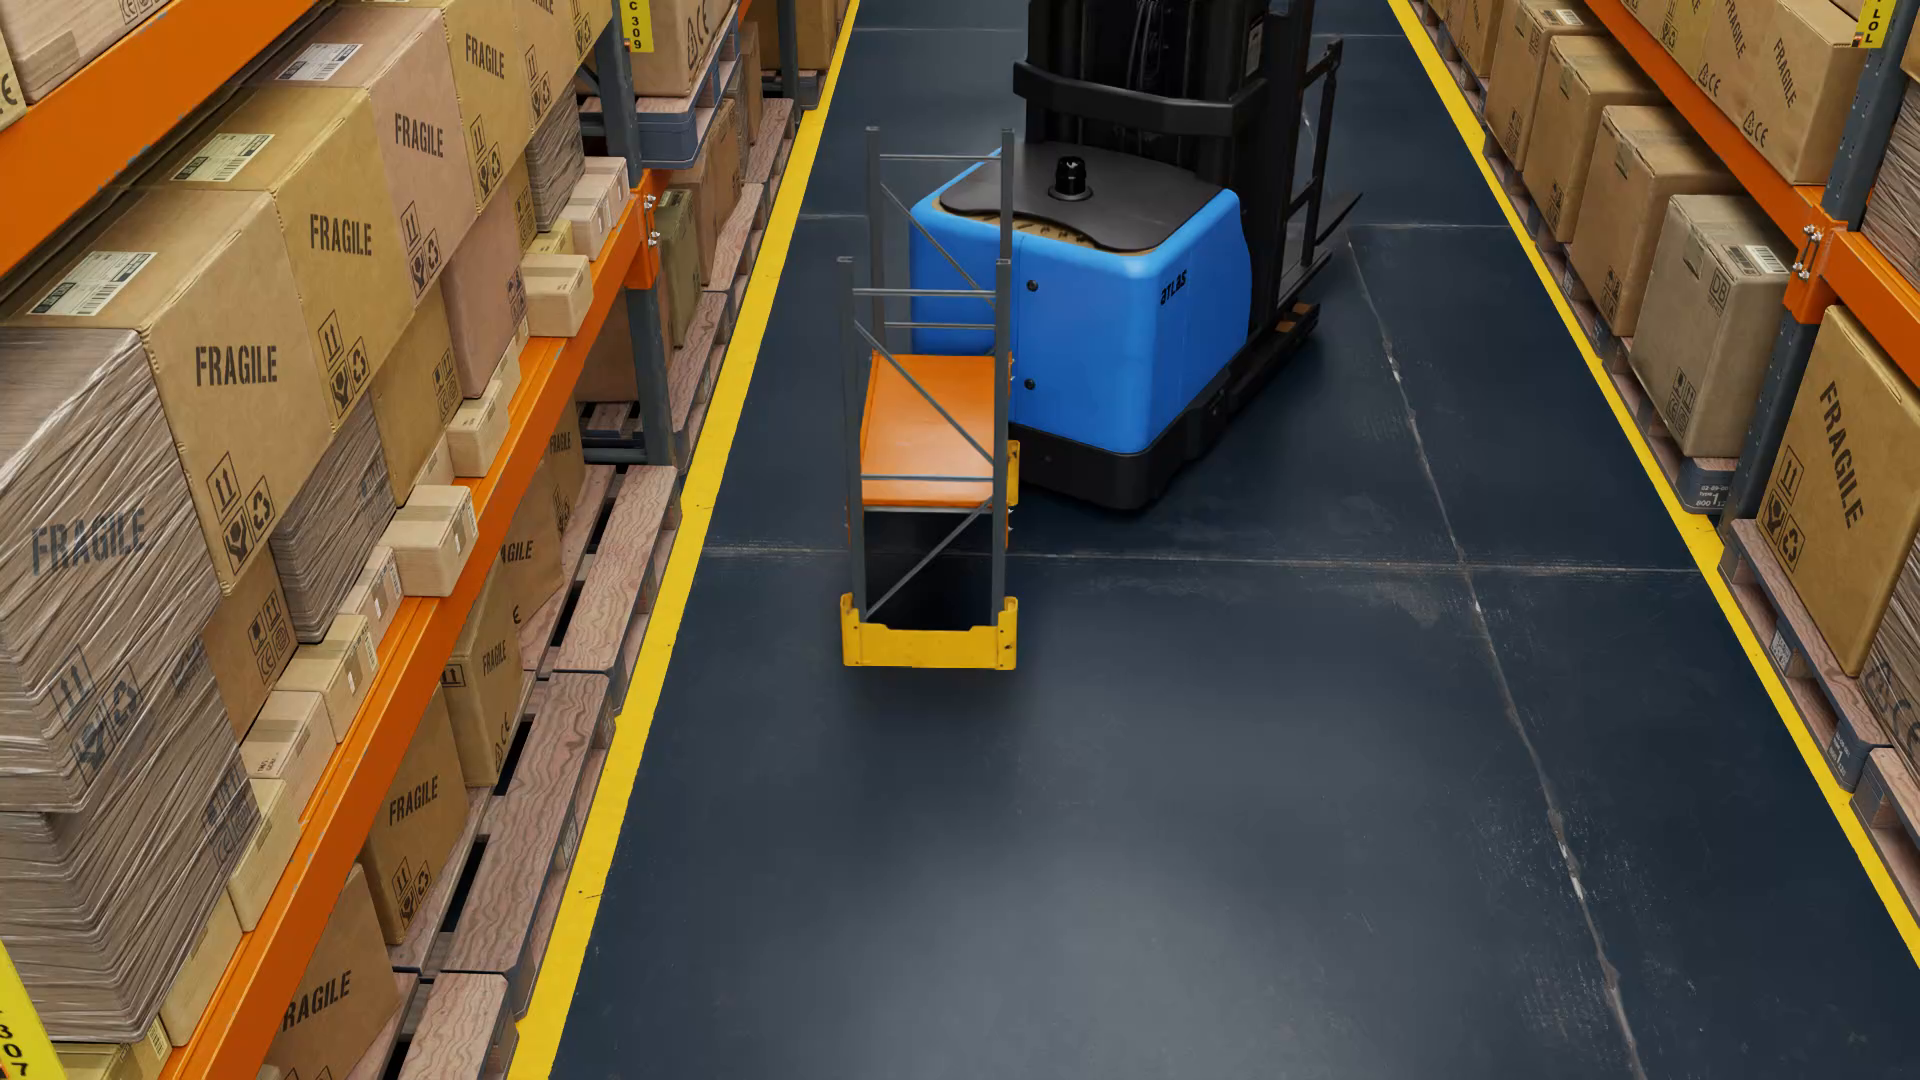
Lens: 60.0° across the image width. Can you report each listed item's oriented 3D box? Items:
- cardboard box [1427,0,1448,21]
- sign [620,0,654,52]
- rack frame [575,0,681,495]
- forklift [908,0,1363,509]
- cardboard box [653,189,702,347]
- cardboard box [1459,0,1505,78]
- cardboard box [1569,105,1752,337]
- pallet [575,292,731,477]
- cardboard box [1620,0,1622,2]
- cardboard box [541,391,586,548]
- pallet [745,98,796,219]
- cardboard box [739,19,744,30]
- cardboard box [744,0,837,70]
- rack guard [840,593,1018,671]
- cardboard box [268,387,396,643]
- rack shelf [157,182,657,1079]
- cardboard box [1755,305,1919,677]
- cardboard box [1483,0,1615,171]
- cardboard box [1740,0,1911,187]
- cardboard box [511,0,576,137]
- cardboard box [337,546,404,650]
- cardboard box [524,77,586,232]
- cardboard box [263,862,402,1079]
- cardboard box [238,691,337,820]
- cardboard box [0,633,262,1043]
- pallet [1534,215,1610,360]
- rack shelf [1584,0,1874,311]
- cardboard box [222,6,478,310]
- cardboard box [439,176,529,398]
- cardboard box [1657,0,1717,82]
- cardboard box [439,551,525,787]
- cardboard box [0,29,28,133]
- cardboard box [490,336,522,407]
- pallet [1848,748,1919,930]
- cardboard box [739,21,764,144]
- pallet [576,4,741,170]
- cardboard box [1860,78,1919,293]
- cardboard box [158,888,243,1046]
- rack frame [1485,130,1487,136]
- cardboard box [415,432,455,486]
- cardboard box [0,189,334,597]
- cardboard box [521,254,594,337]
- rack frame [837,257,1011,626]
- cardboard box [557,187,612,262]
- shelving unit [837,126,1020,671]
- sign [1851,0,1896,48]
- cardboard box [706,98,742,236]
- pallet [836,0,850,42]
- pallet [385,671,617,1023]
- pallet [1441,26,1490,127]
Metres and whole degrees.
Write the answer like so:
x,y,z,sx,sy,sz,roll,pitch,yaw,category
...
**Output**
x,y,z,sx,sy,sz,roll,pitch,yaw,category
3.313,-3.647,10.639,0.500,0.500,0.500,0,35,0,cardboard box
-1.052,-1.732,5.353,0.100,0.325,0.005,1,35,2,sign
-1.595,-1.386,5.613,1.000,3.000,0.127,1,35,2,rack frame
0.973,-2.136,6.740,1.130,2.935,3.031,19,39,24,forklift
-1.511,-1.169,7.096,0.700,0.500,0.500,1,35,2,cardboard box
3.283,-3.045,9.782,0.500,0.500,0.500,1,35,2,cardboard box
3.335,-1.378,7.193,1.050,0.750,0.750,1,35,2,cardboard box
-1.565,-0.692,7.052,1.003,0.211,1.213,1,35,2,pallet
3.192,-2.719,7.423,0.500,0.500,0.500,1,35,2,cardboard box
-1.651,-0.306,5.886,0.500,0.500,0.500,0,35,0,cardboard box
-1.467,-2.094,9.046,1.003,0.211,1.213,1,35,2,pallet
-1.431,-2.763,8.711,0.500,0.250,0.500,3,35,4,cardboard box
-1.386,-3.383,9.937,1.225,0.875,0.875,0,35,0,cardboard box
-0.103,0.309,5.593,0.587,0.250,0.087,1,35,2,rack guard
-1.743,-0.142,3.498,0.875,0.500,0.500,1,35,2,cardboard box
-1.675,0.057,4.185,1.077,0.370,4.000,1,35,2,rack shelf
3.262,-0.156,5.346,0.875,0.875,0.875,2,35,3,cardboard box
3.403,-2.415,8.669,1.050,0.750,0.750,1,35,1,cardboard box
3.111,-1.560,5.774,0.500,0.500,0.500,1,35,2,cardboard box
-1.357,-1.405,4.426,0.500,0.500,0.500,1,35,2,cardboard box
-1.462,0.138,3.663,0.380,0.149,0.250,1,35,2,cardboard box
-1.675,-1.291,5.133,0.875,0.500,0.500,1,35,2,cardboard box
-1.724,1.060,3.941,0.500,0.500,0.500,10,36,14,cardboard box
-1.462,0.426,3.253,0.380,0.149,0.250,1,35,2,cardboard box
-1.706,0.434,2.678,0.875,0.500,0.500,1,35,2,cardboard box
3.359,-1.220,7.803,1.003,0.211,1.213,1,35,2,pallet
3.437,-2.068,7.209,1.077,0.370,4.000,1,35,2,rack shelf
-1.401,-0.831,3.608,0.500,0.500,0.500,1,35,2,cardboard box
-1.649,-0.715,4.313,0.875,0.500,0.500,1,35,2,cardboard box
3.151,-2.141,6.600,0.500,0.500,0.500,2,35,2,cardboard box
-1.613,0.382,4.907,0.500,0.500,0.500,-2,35,-2,cardboard box
-1.478,-0.524,1.909,0.500,0.250,0.500,2,35,3,cardboard box
-1.409,-0.436,4.480,0.380,0.149,0.250,1,35,2,cardboard box
3.202,1.065,4.550,1.003,0.211,1.213,1,35,2,pallet
-1.441,-2.456,8.927,0.700,0.500,0.500,0,35,-1,cardboard box
-1.419,-1.743,6.288,1.003,0.211,1.213,1,35,2,pallet
3.354,-1.062,5.023,0.875,0.550,0.550,1,35,2,cardboard box
-1.477,0.714,2.844,0.380,0.149,0.250,1,35,2,cardboard box
3.518,-3.511,8.638,1.000,3.000,0.127,1,35,2,rack frame
-1.471,-0.149,4.072,0.380,0.149,0.250,1,35,2,cardboard box
-1.434,-0.256,2.791,0.500,0.500,0.500,1,35,2,cardboard box
-1.298,-0.721,4.886,0.380,0.149,0.250,1,35,2,cardboard box
-0.104,-0.191,5.217,0.500,1.500,0.032,1,35,2,rack frame
-1.329,-1.009,5.296,0.380,0.149,0.250,1,35,2,cardboard box
-0.085,-0.488,5.640,0.587,1.500,1.083,1,35,2,shelving unit
2.815,-1.662,5.067,0.100,0.325,0.005,1,35,2,sign
-1.466,-1.811,8.010,0.700,0.500,0.500,4,35,6,cardboard box
-1.275,-3.693,11.322,1.003,0.211,1.213,1,35,2,pallet
-1.633,0.844,4.865,1.003,0.211,1.213,1,35,2,pallet
3.551,-2.819,10.078,1.003,0.211,1.213,1,35,2,pallet
